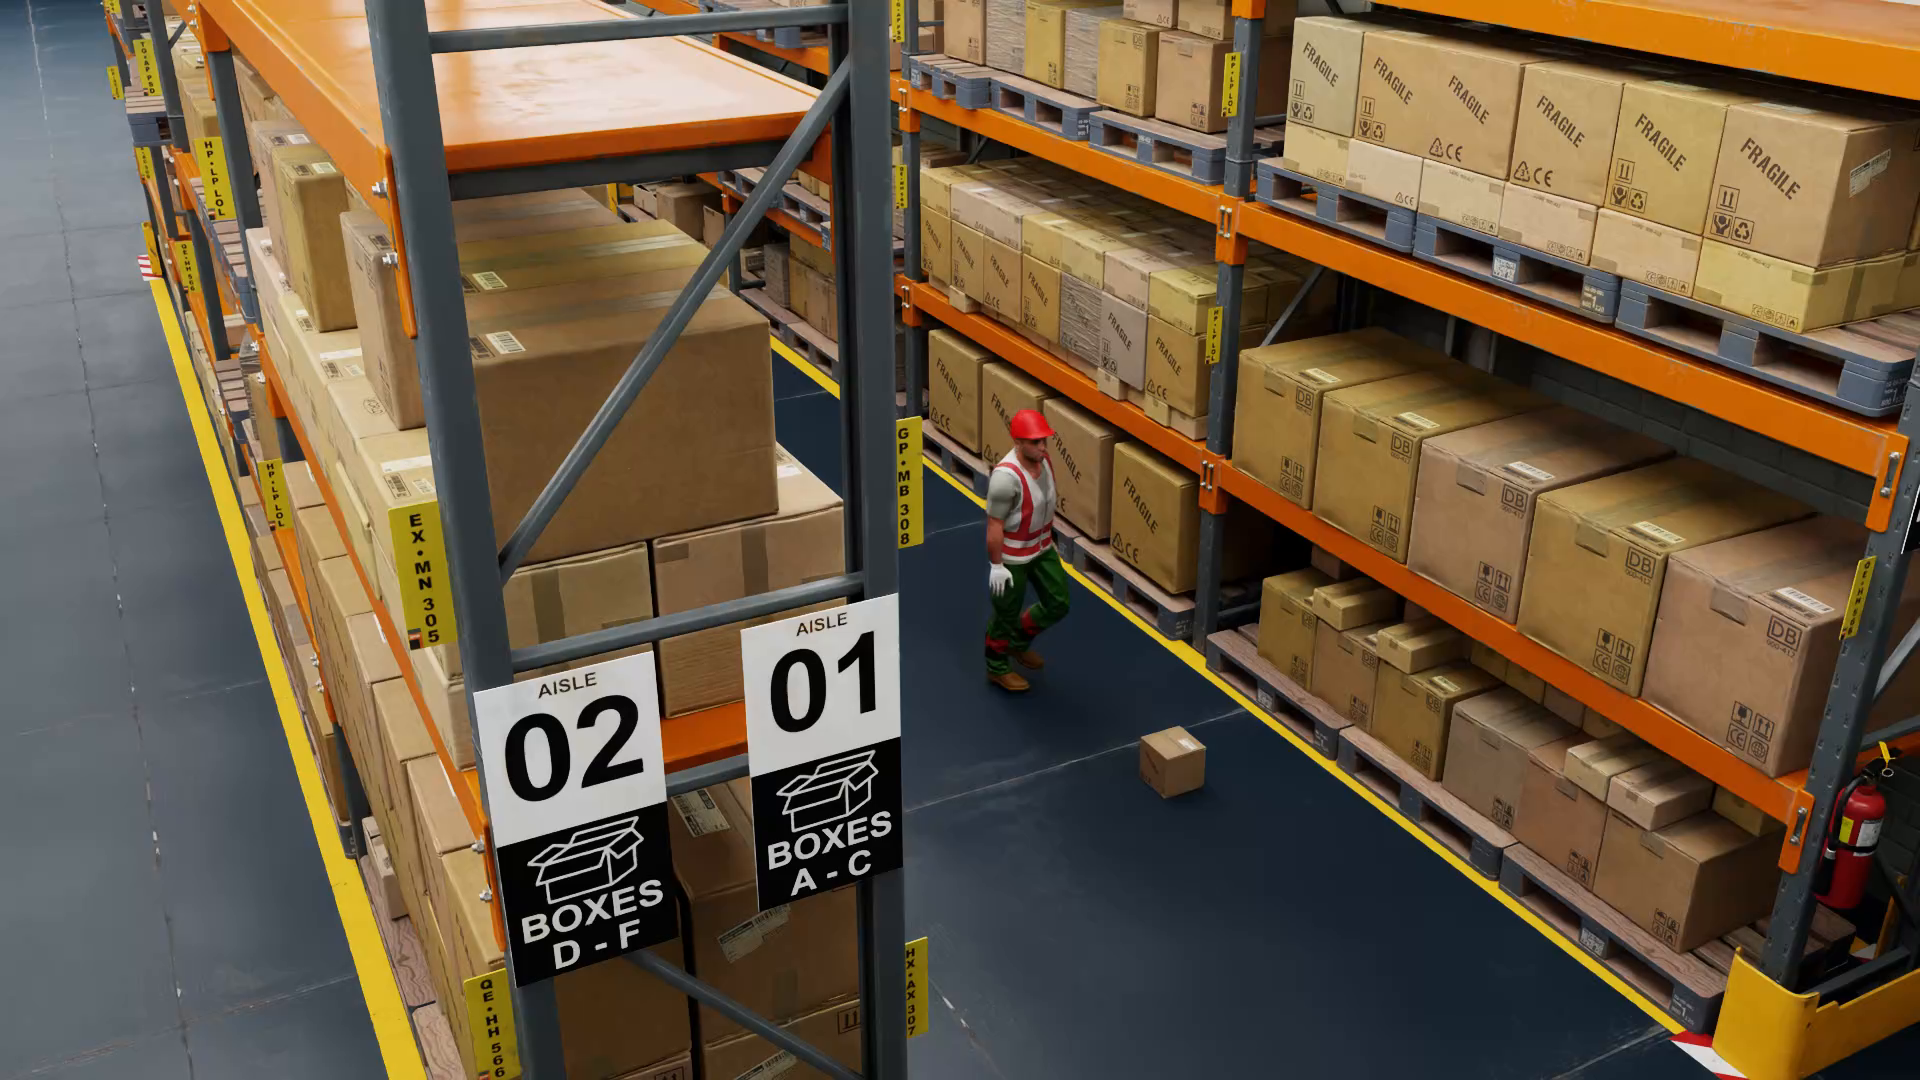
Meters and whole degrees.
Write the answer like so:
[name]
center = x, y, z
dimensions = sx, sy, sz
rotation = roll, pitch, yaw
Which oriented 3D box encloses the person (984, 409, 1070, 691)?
[person]
center = 0.348, 0.068, 9.399
dimensions = 0.467, 1.773, 0.582
rotation = 19, 31, 35
